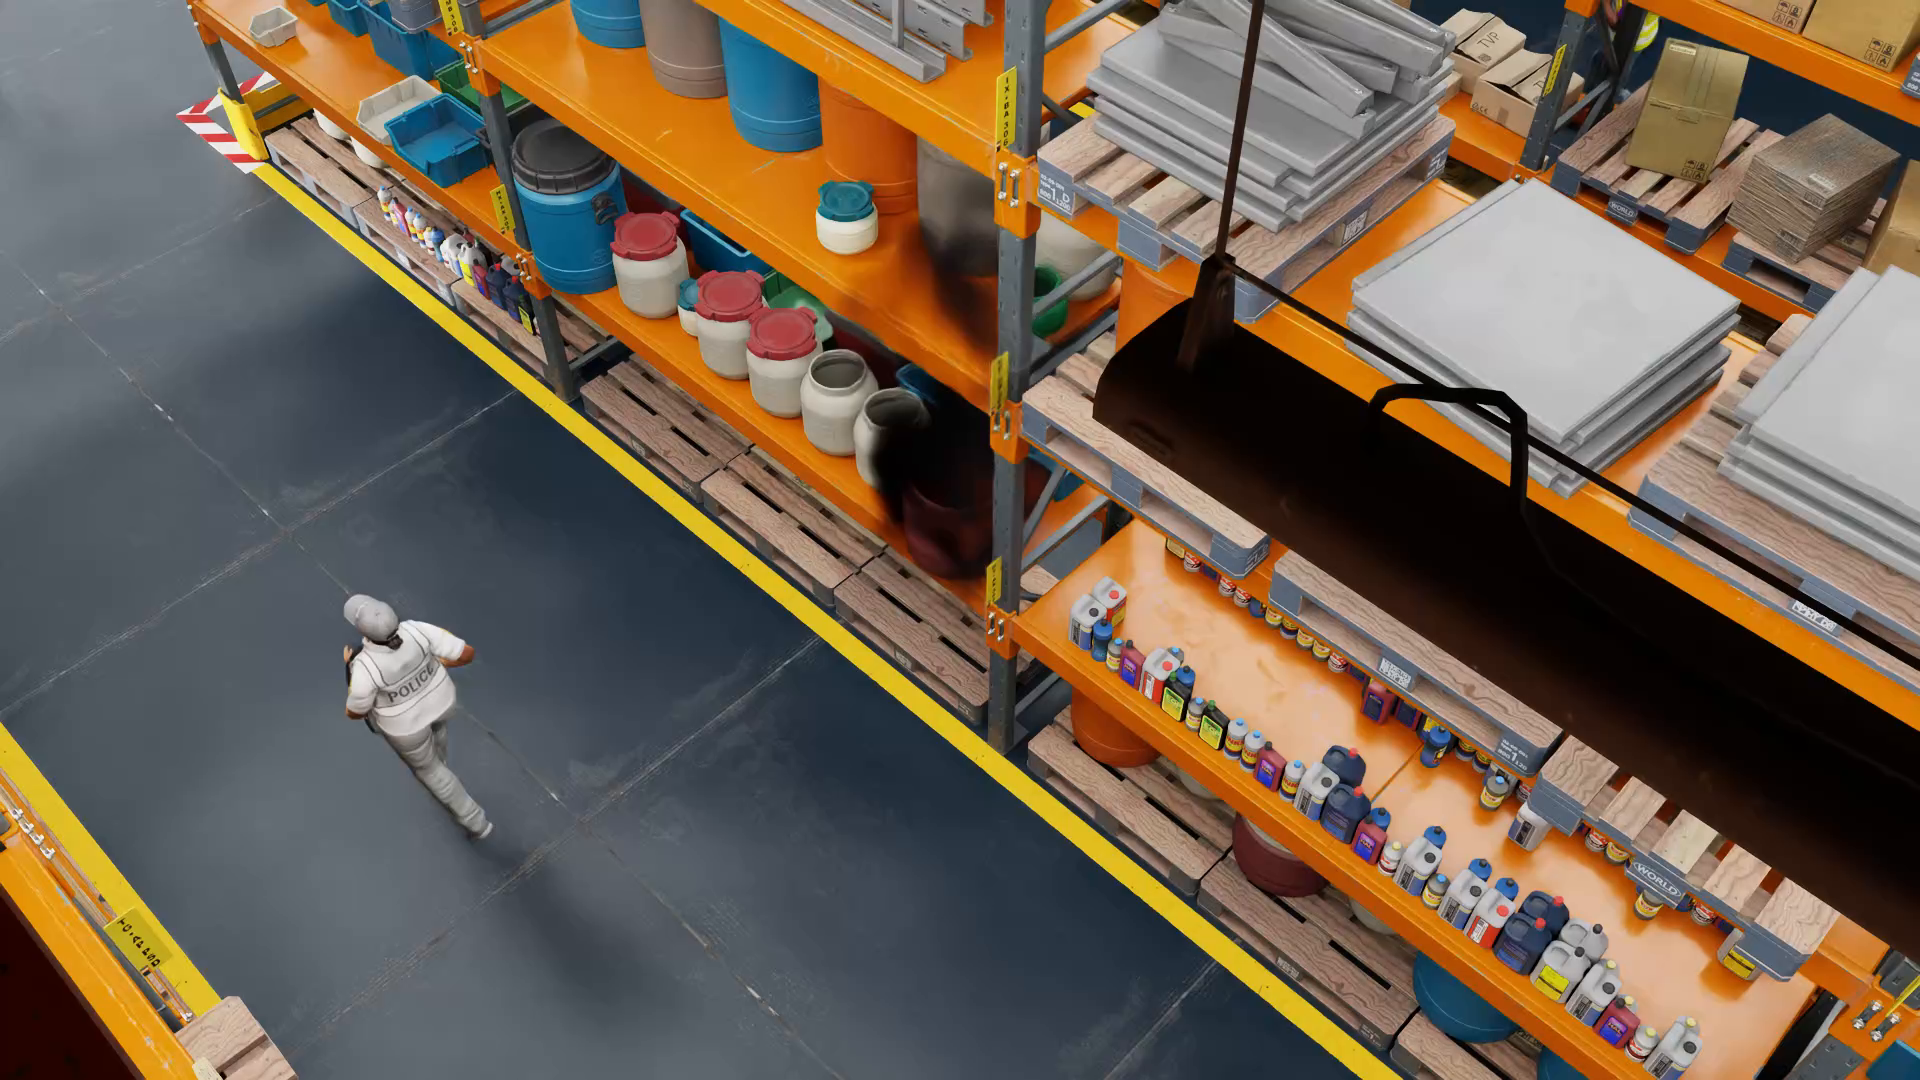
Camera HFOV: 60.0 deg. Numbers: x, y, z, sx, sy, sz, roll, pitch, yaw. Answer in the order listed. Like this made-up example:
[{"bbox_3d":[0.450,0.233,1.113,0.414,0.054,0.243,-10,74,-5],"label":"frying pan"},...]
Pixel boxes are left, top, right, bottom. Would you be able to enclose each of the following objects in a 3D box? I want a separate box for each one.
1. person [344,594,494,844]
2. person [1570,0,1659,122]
[{"bbox_3d":[-2.713,0.835,8.247,0.848,1.705,0.614,30,56,23],"label":"person"},{"bbox_3d":[4.961,-3.723,12.328,0.991,1.746,0.705,34,58,25],"label":"person"}]
